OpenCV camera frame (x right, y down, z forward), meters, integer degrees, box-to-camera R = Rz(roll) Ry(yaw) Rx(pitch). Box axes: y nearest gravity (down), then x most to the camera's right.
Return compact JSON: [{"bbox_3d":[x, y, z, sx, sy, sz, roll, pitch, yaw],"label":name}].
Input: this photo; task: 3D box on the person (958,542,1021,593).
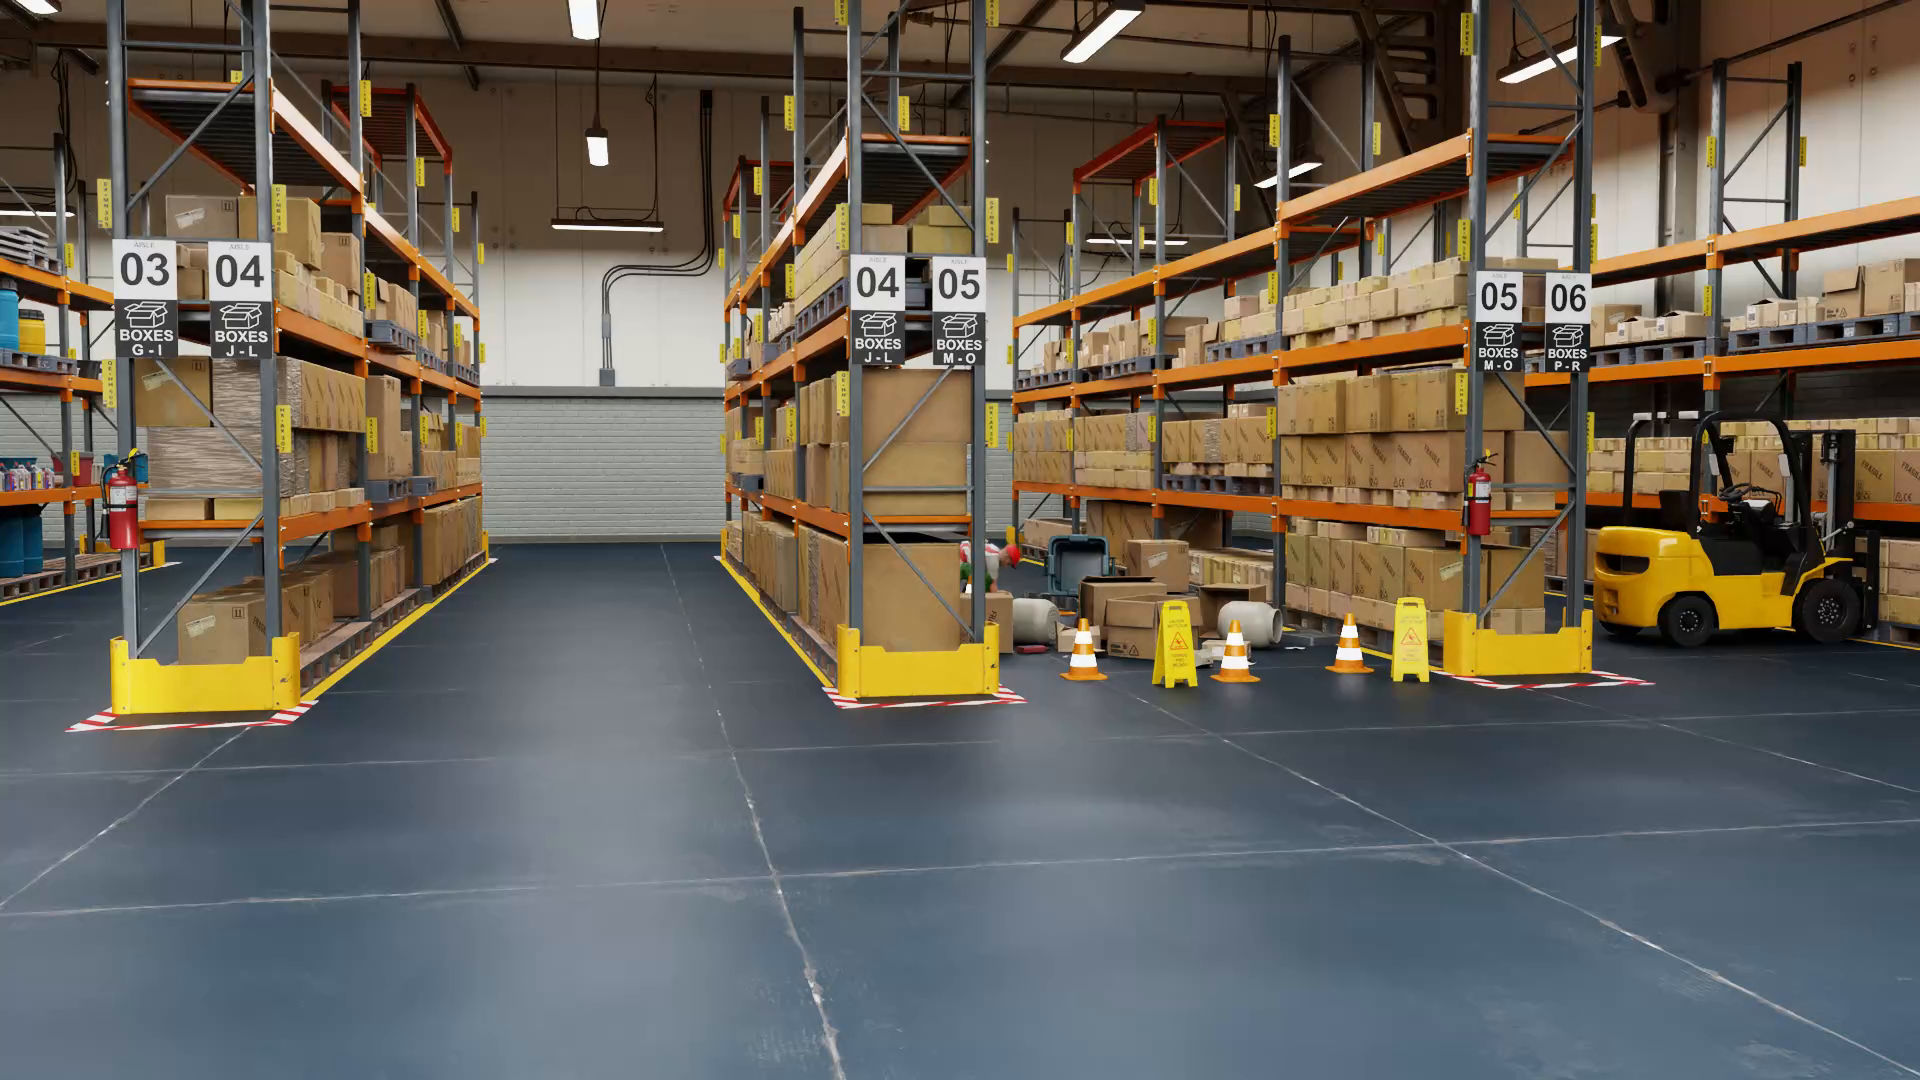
[{"bbox_3d":[0.206,0.431,18.322,0.962,0.826,0.515,-1,3,-13],"label":"person"}]
